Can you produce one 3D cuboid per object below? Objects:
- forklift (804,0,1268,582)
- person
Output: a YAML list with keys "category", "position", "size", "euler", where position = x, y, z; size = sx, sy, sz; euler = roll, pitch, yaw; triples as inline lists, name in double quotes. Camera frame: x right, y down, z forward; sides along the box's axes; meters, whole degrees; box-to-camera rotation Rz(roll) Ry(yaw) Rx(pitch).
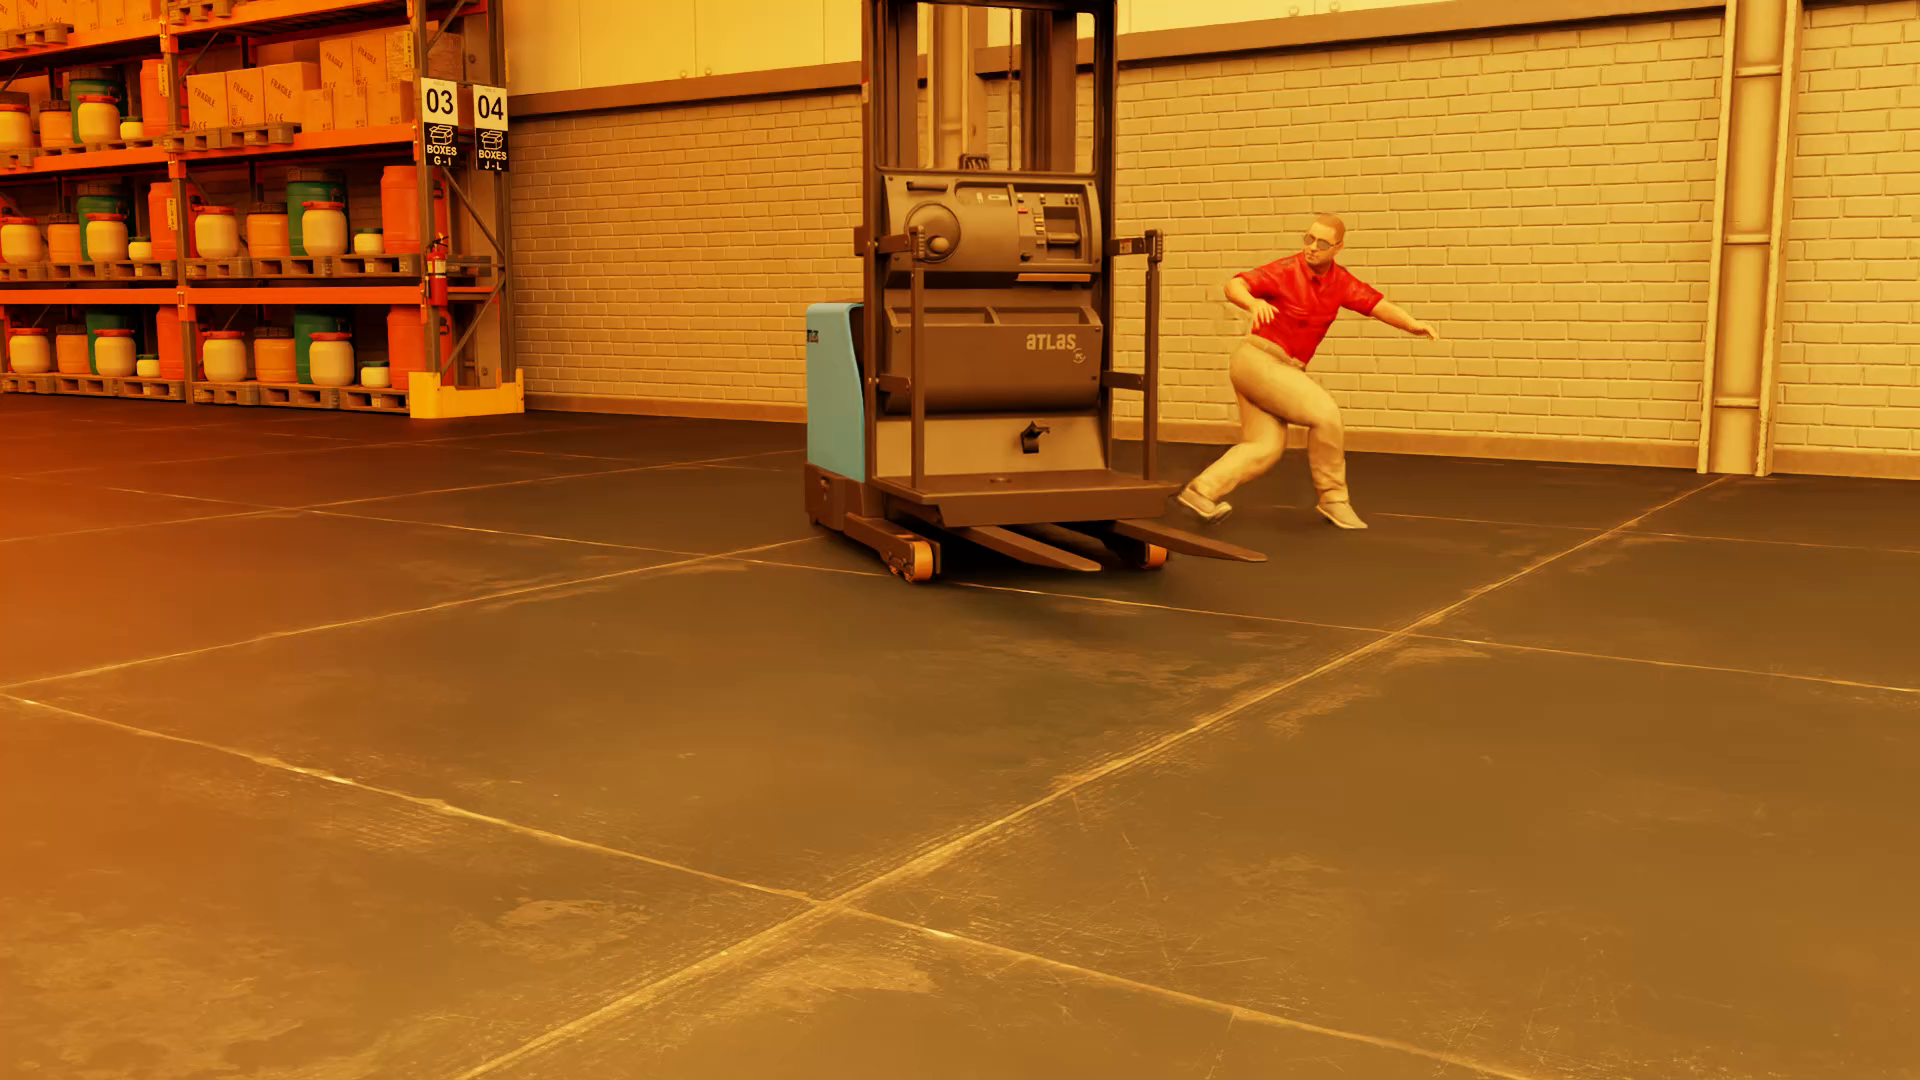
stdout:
- category: "forklift"
  position: [0.215, -1.350, 6.685]
  size: [1.130, 2.935, 3.031]
  euler: [-3, 9, -19]
- category: "person"
  position: [1.659, -0.773, 7.880]
  size: [1.099, 1.526, 0.950]
  euler: [5, 9, 30]
